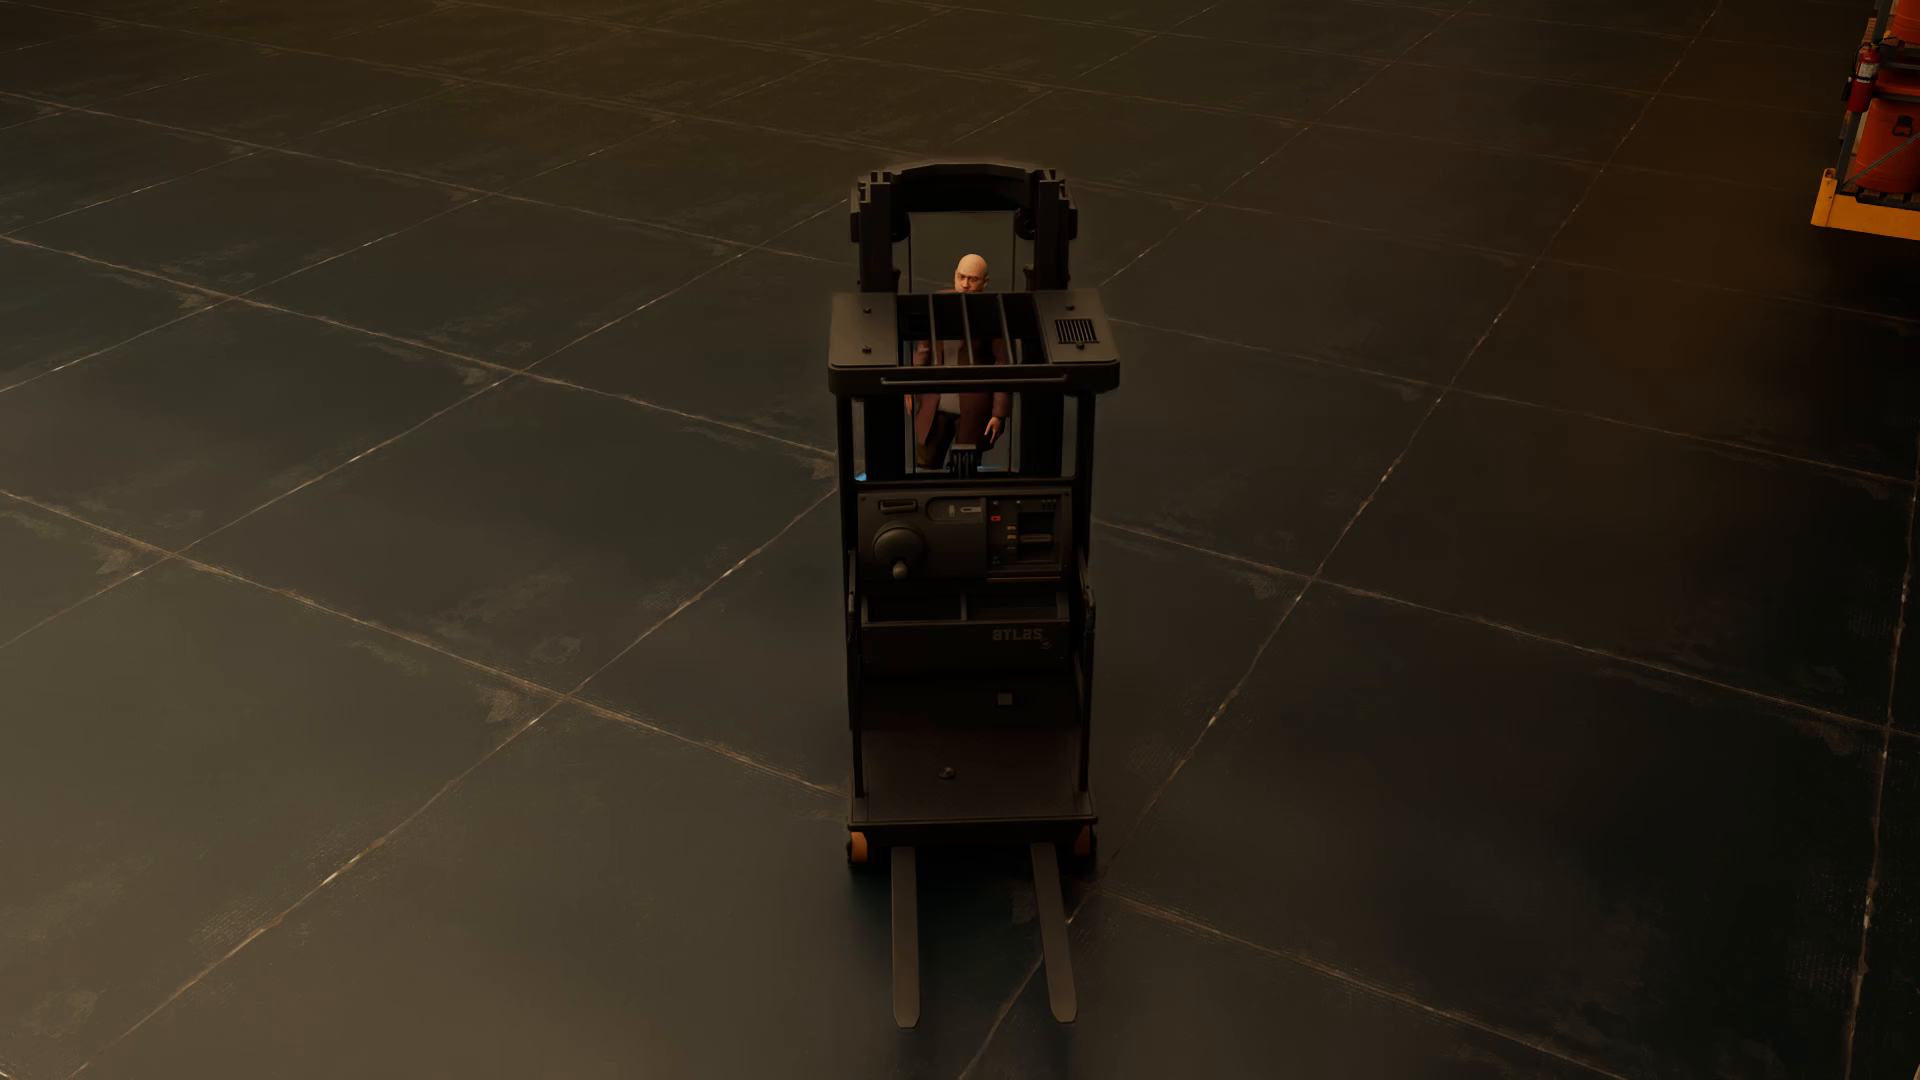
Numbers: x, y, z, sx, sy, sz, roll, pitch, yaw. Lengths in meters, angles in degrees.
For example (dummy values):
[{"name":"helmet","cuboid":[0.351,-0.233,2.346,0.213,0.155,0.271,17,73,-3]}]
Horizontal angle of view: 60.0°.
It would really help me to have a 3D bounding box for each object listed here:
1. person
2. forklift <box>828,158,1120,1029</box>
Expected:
[{"name":"person","cuboid":[-0.048,-0.737,9.488,0.694,1.775,0.582,15,33,25]},{"name":"forklift","cuboid":[0.036,0.020,7.036,1.130,2.935,3.031,-1,30,-2]}]
